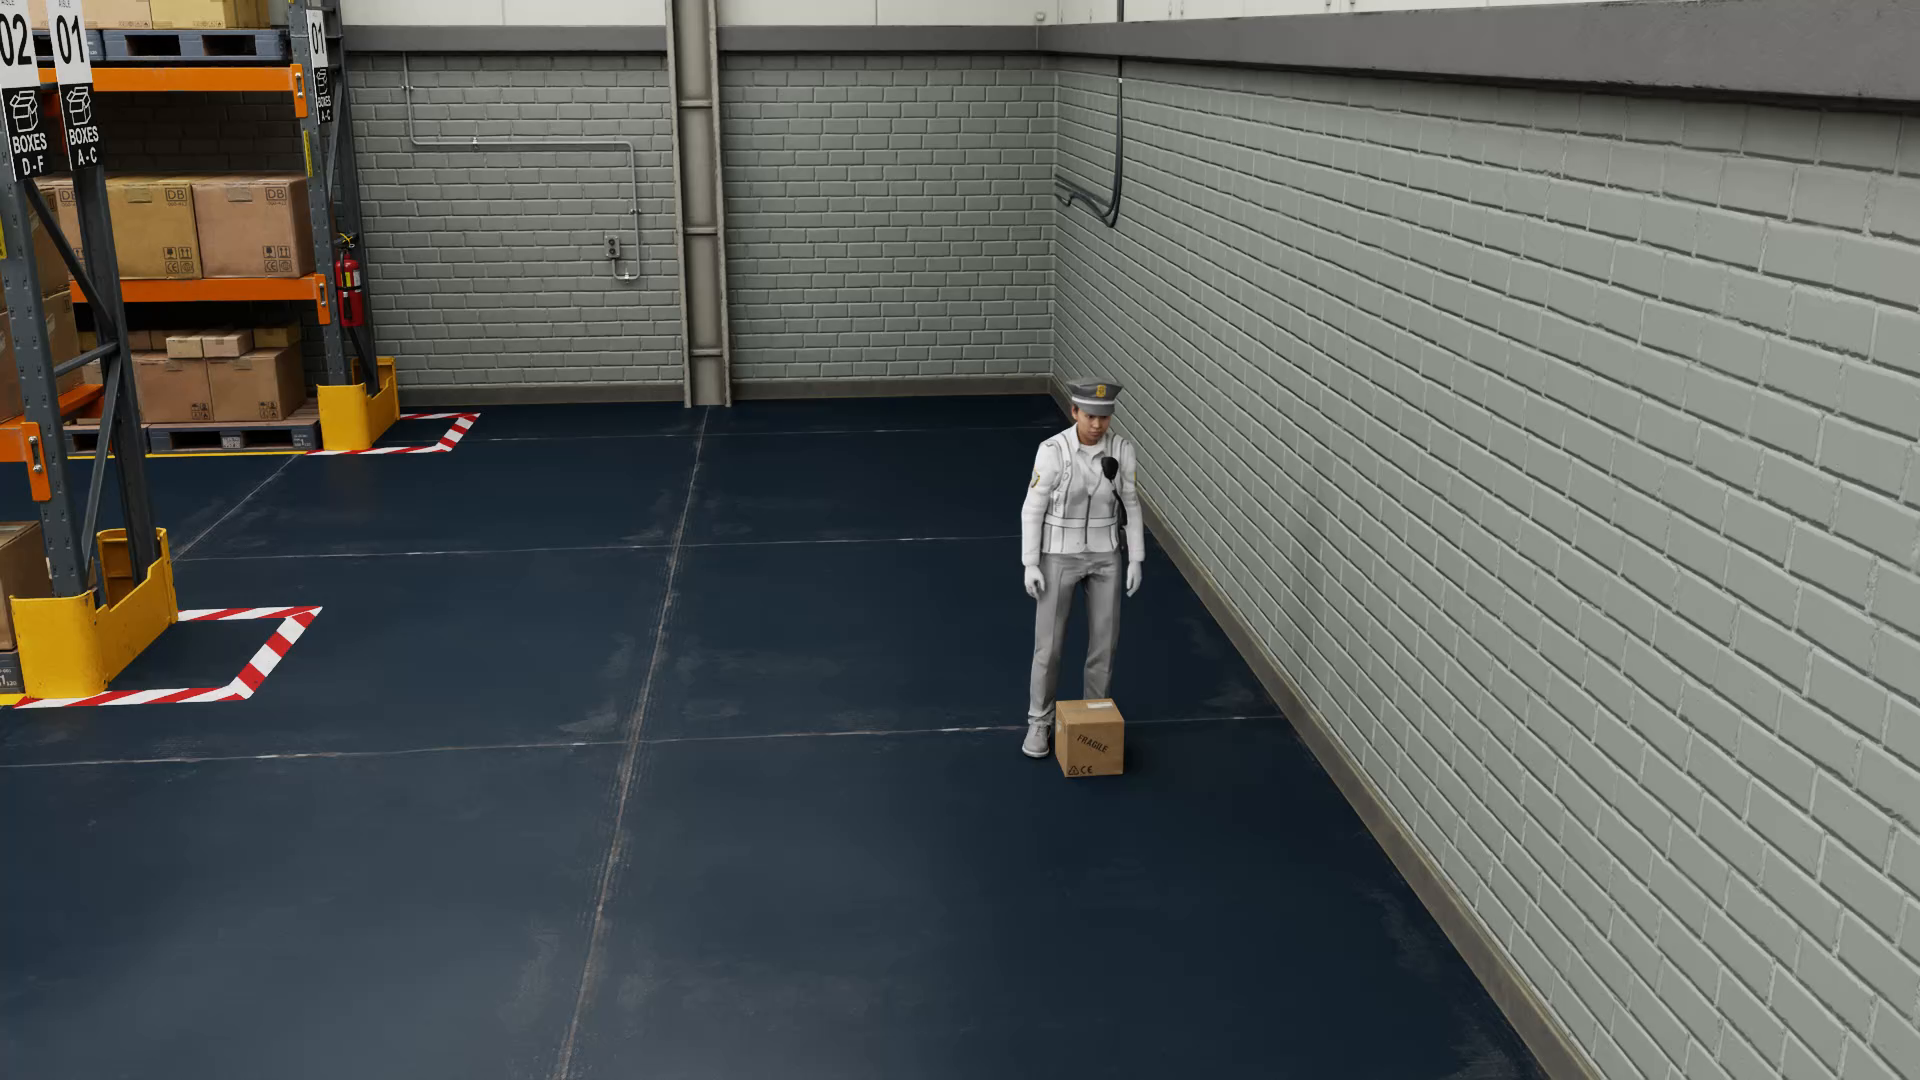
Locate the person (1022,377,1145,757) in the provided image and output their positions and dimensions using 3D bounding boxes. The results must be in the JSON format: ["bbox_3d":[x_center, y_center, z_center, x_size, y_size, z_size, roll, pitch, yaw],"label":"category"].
[{"bbox_3d":[0.532,0.107,7.183,0.540,1.664,0.375,-2,17,-7],"label":"person"}]
